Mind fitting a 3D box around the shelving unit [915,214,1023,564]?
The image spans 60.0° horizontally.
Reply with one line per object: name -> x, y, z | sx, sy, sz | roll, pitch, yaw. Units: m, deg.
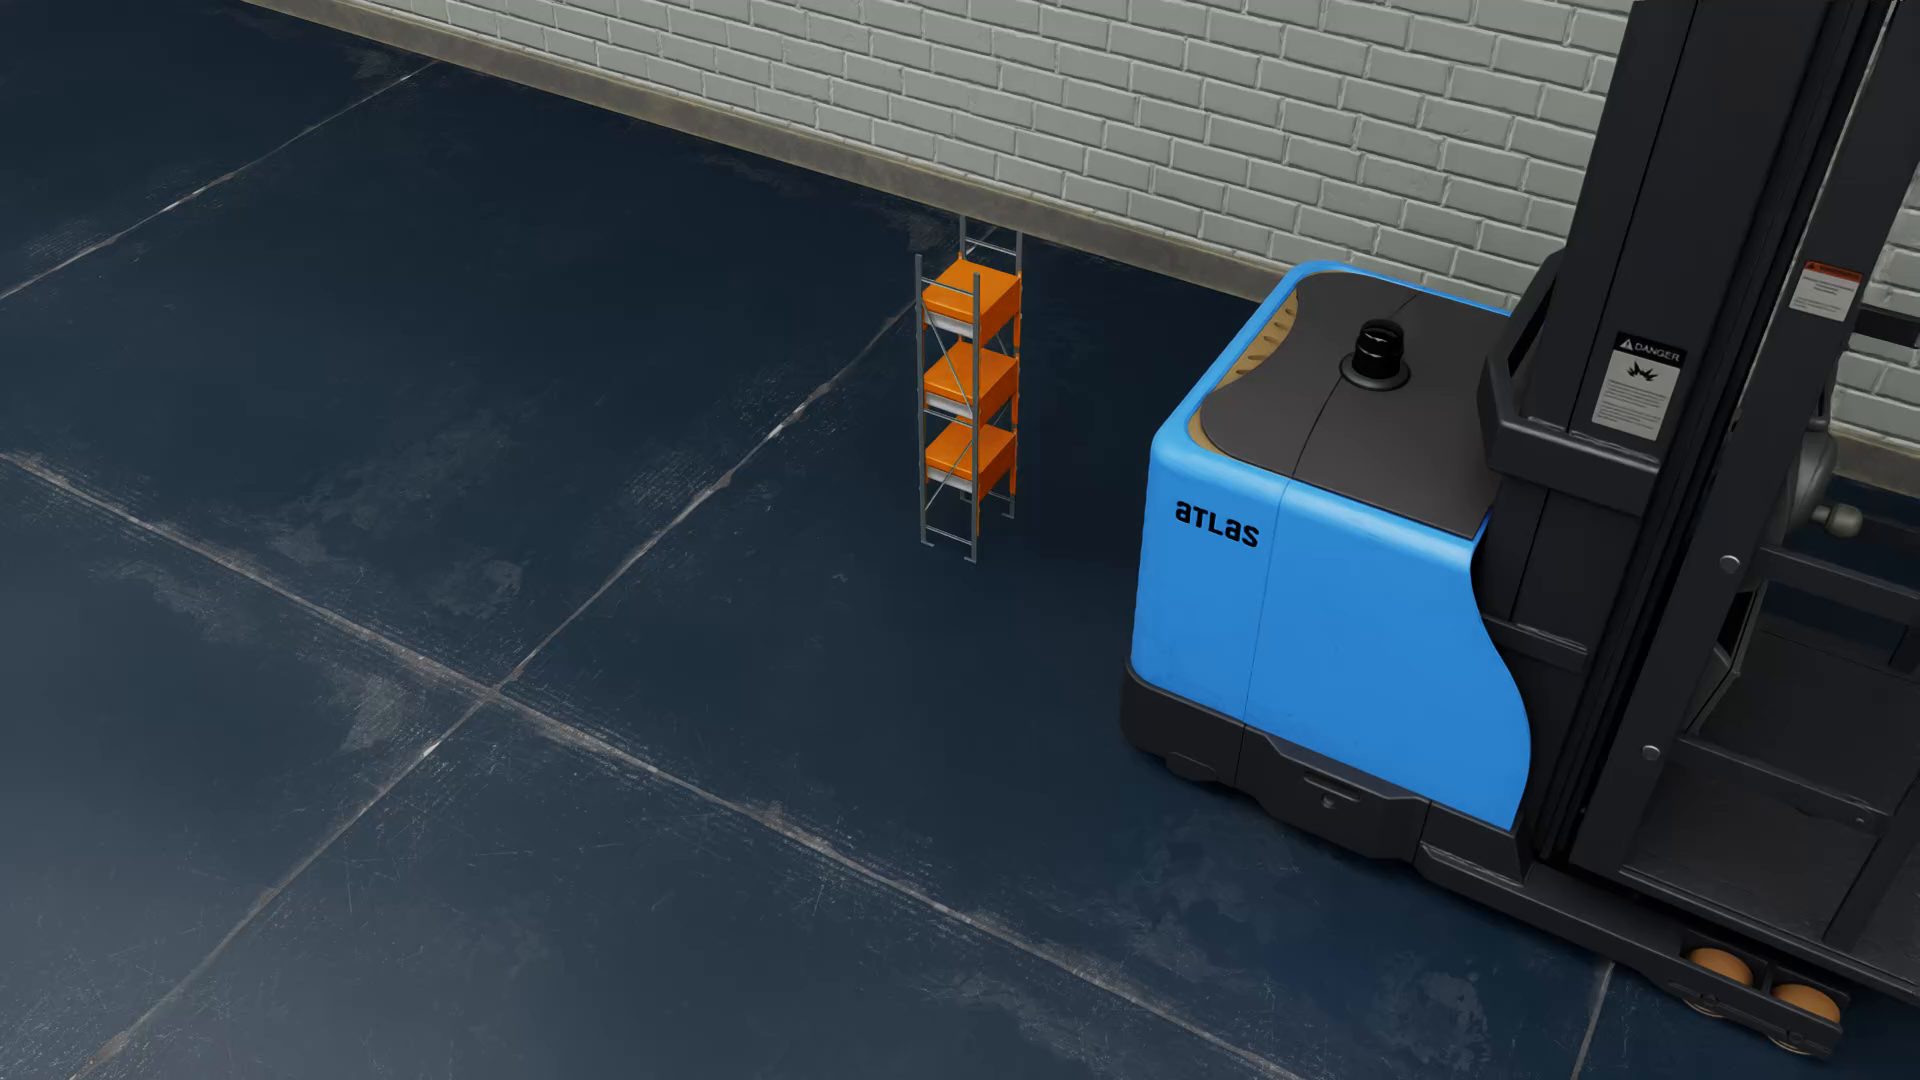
shelving unit -> 0.027, -0.425, 4.938 | 0.215, 1.050, 0.252 | 21, 45, 22

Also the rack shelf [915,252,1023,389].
rack shelf -> 0.027, -0.630, 4.757 | 0.215, 0.259, 0.240 | 21, 45, 22

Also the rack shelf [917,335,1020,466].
rack shelf -> 0.027, -0.417, 4.945 | 0.215, 0.259, 0.240 | 21, 45, 22

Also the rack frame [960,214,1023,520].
rack frame -> 0.088, -0.494, 5.017 | 0.200, 1.050, 0.008 | 21, 45, 22

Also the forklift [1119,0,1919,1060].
forklift -> 1.969, -0.306, 3.379 | 3.031, 2.935, 1.130 | 21, 46, 22

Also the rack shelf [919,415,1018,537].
rack shelf -> 0.027, -0.208, 5.128 | 0.215, 0.259, 0.240 | 21, 45, 22

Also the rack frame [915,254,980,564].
rack frame -> -0.034, -0.355, 4.859 | 0.200, 1.050, 0.008 | 21, 45, 22
